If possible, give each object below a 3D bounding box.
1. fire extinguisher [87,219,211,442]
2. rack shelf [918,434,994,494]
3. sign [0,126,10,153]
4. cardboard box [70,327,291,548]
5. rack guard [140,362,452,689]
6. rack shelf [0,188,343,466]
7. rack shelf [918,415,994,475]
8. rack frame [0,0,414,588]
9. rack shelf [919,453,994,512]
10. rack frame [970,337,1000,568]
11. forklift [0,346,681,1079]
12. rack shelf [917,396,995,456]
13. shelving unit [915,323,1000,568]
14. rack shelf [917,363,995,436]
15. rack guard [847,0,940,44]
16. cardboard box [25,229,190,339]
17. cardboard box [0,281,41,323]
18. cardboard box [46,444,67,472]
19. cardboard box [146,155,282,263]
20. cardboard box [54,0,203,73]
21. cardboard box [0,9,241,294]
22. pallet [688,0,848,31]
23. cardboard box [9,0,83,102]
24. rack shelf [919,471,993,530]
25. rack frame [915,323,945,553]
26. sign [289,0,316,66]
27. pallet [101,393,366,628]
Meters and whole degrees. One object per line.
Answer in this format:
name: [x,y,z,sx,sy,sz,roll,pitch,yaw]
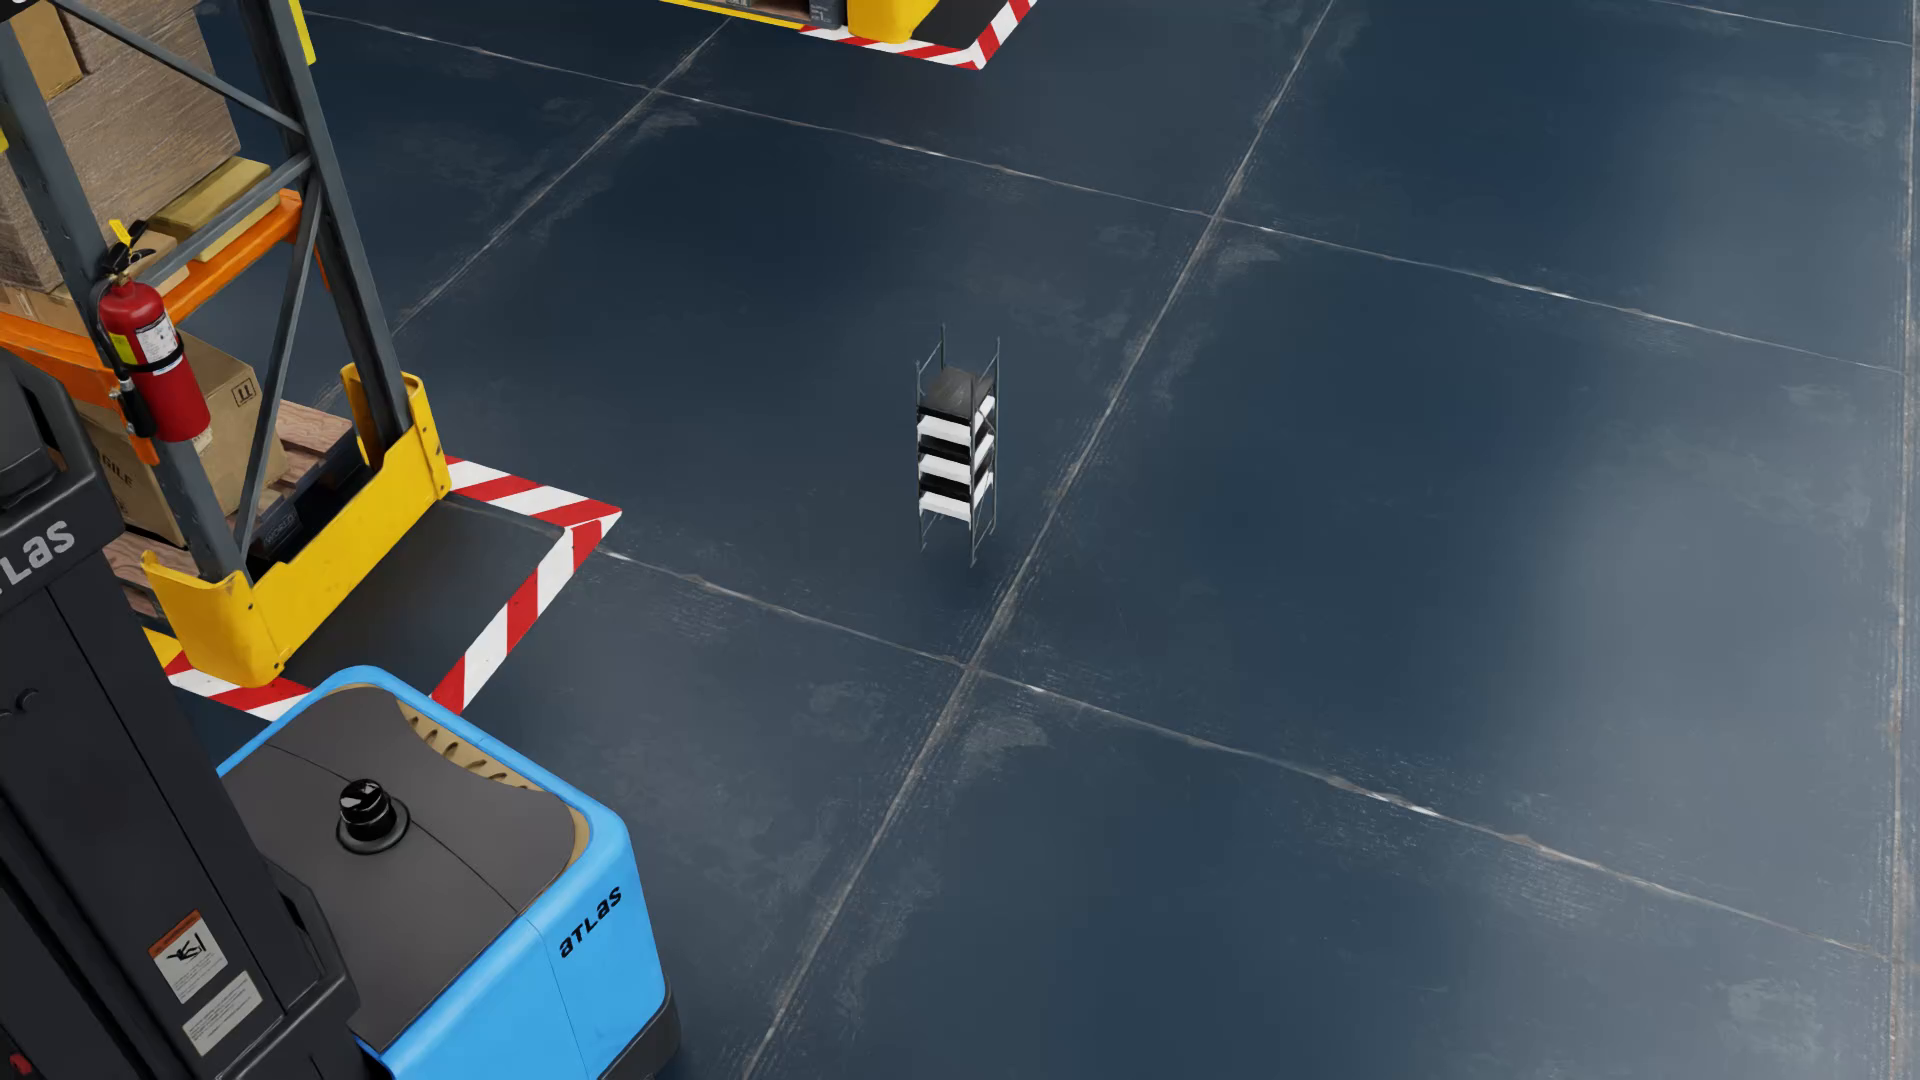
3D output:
fire extinguisher: [-2.341,-0.585,4.766,0.183,0.674,0.296,16,47,16]
rack shelf: [-0.007,-0.298,5.958,0.200,0.077,0.258,16,47,16]
sign: [-2.501,-1.110,4.194,0.005,0.325,0.100,16,47,16]
cardboard box: [-2.839,-0.386,5.986,0.500,0.500,0.500,25,50,23]
rack guard: [-2.339,-0.078,5.974,0.348,0.500,1.175,16,47,16]
rack shelf: [-4.115,-1.231,5.871,4.000,0.370,1.077,16,47,16]
rack shelf: [-0.007,-0.361,5.895,0.200,0.077,0.258,16,47,16]
rack frame: [-2.269,-0.943,5.071,0.127,3.000,1.000,16,47,16]
rack shelf: [-0.007,-0.234,6.022,0.200,0.077,0.258,16,47,16]
rack frame: [0.086,-0.294,5.907,0.006,0.900,0.240,16,47,16]
forklift: [-2.035,1.082,3.085,1.130,2.935,3.031,26,50,23]
rack shelf: [-0.007,-0.425,5.831,0.200,0.077,0.258,16,47,16]
shelving unit: [-0.007,-0.321,5.935,0.210,0.900,0.258,16,47,16]
rack shelf: [-0.007,-0.489,5.768,0.200,0.077,0.258,16,47,16]
rack guard: [-0.244,-3.252,9.164,0.348,0.500,1.175,16,47,16]
cardboard box: [-2.611,-0.797,5.103,0.250,0.149,0.380,16,47,16]
cardboard box: [-2.842,-0.865,5.171,0.250,0.149,0.380,16,47,16]
cardboard box: [-3.404,-0.526,6.127,0.500,0.500,0.500,29,52,26]
cardboard box: [-2.440,-1.087,5.394,0.250,0.149,0.380,16,47,16]
cardboard box: [-2.671,-1.765,4.907,0.500,0.500,0.500,16,47,16]
cardboard box: [-2.766,-1.251,5.099,0.500,0.500,0.875,16,47,16]
pallet: [-1.034,-3.322,9.439,1.213,0.211,1.003,16,47,16]
cardboard box: [-2.872,-1.427,4.567,0.500,0.500,0.500,16,47,16]
rack shelf: [-0.007,-0.170,6.085,0.200,0.077,0.258,16,47,16]
rack frame: [-0.101,-0.349,5.963,0.006,0.900,0.240,16,47,16]
sign: [-2.060,-1.603,5.121,0.005,0.325,0.100,16,47,16]
pallet: [-3.075,-0.219,6.320,1.213,0.211,1.003,16,47,16]
